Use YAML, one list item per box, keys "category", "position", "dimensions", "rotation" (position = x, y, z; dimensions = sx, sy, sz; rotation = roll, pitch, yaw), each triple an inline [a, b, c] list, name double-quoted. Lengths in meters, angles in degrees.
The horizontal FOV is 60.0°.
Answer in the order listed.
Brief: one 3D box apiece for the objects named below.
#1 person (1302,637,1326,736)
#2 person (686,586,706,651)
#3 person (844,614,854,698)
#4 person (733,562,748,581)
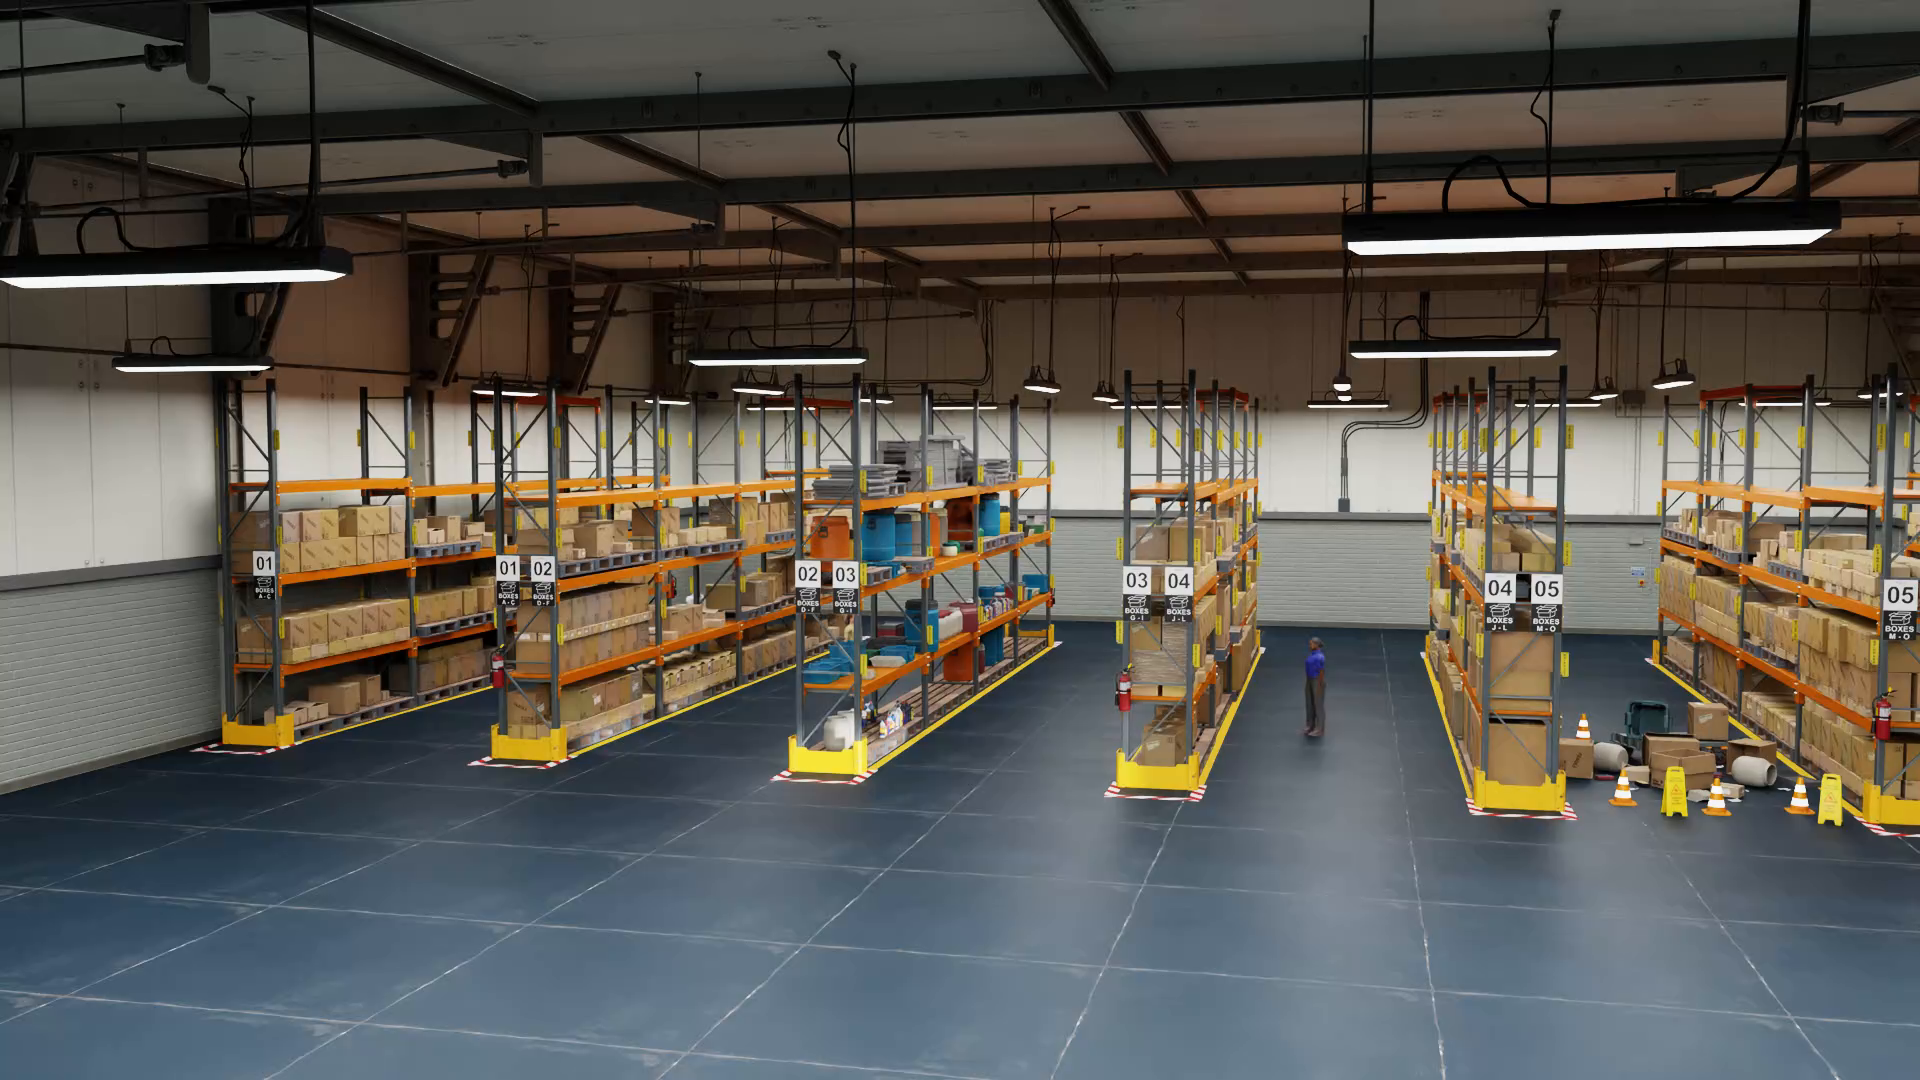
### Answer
- category: "person"
  position: [6.010, 2.473, 28.278]
  dimensions: [0.379, 1.657, 0.512]
  rotation: [-1, 4, -18]
- category: "person"
  position: [-5.891, 1.861, 37.537]
  dimensions: [0.497, 1.786, 0.614]
  rotation: [1, 4, 21]
- category: "person"
  position: [-2.054, 2.238, 32.413]
  dimensions: [0.485, 1.698, 0.533]
  rotation: [2, 4, 33]
- category: "person"
  position: [-5.740, 1.453, 44.035]
  dimensions: [0.513, 1.766, 0.600]
  rotation: [1, 4, 21]
